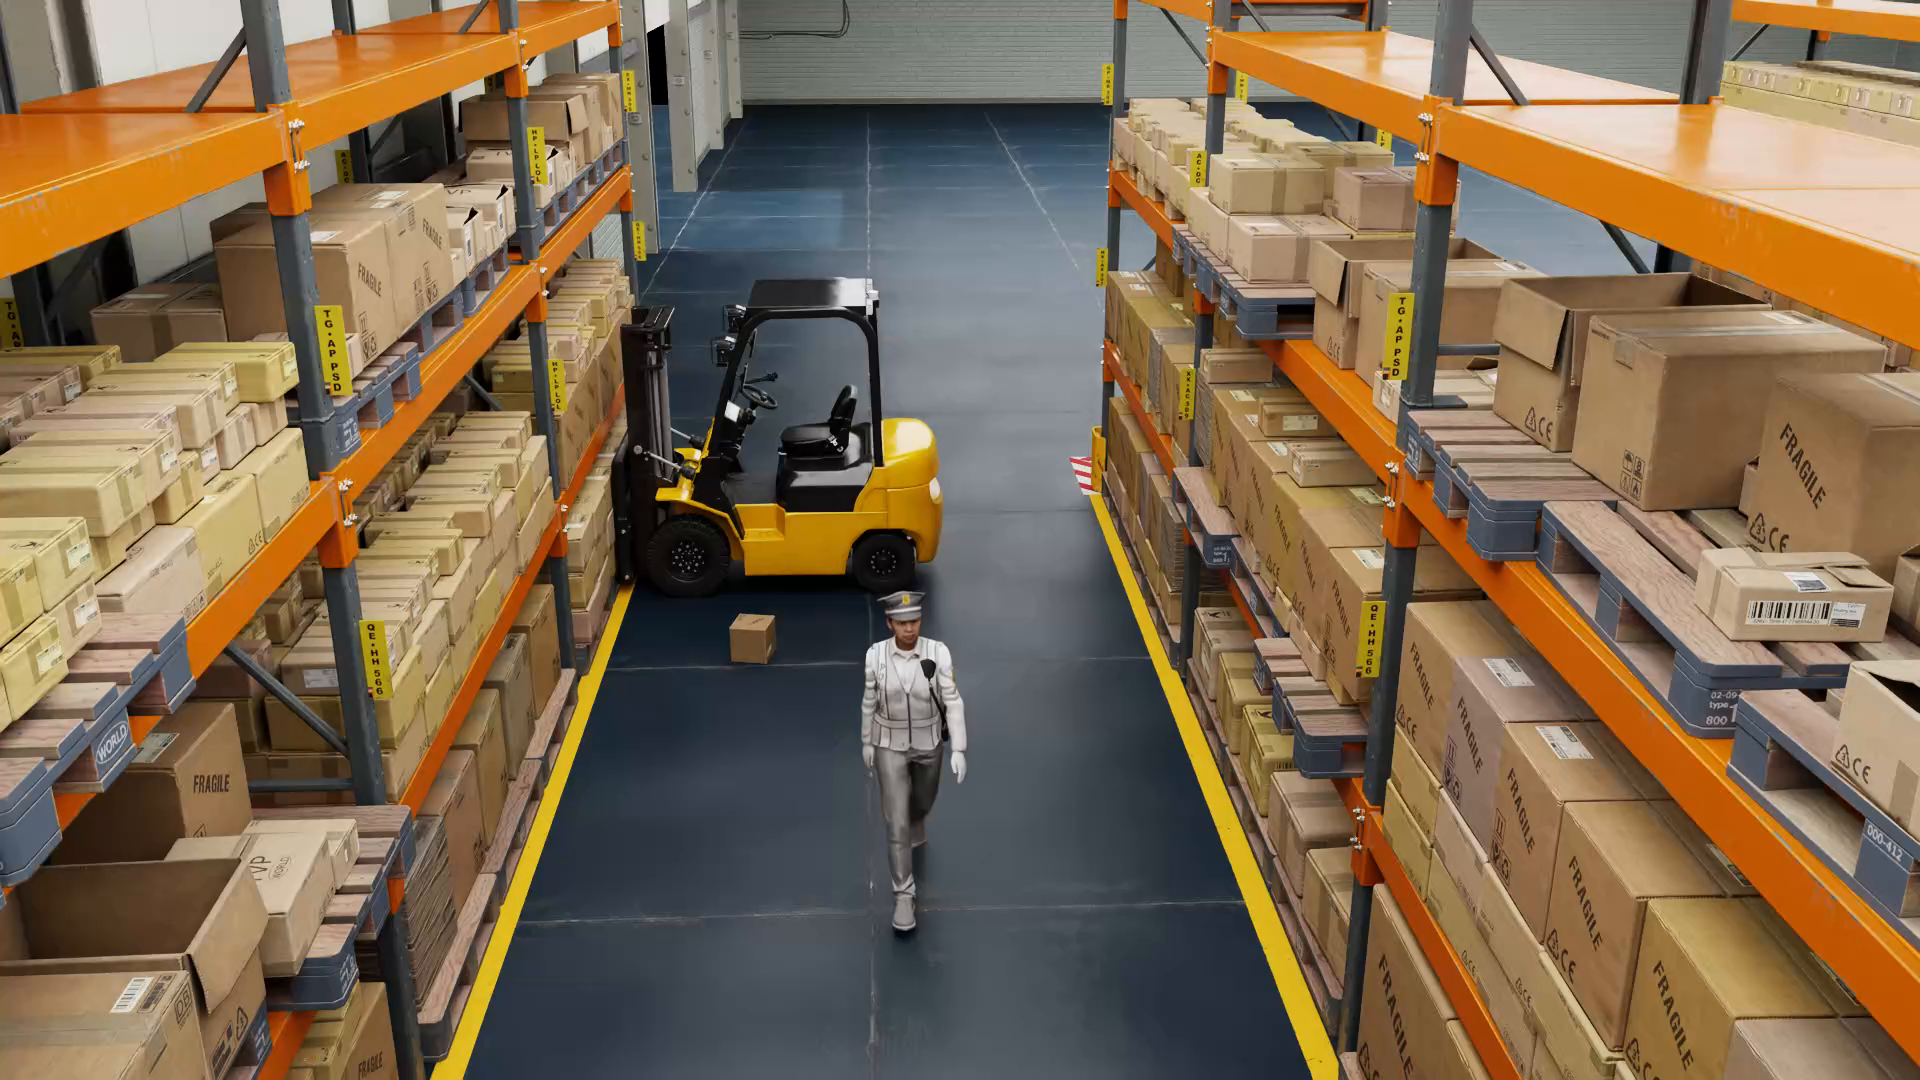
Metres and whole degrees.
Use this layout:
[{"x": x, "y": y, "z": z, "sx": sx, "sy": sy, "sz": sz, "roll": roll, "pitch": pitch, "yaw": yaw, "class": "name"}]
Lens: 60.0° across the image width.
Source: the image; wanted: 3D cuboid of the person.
[{"x": -0.234, "y": 1.005, "z": 8.339, "sx": 0.510, "sy": 1.645, "sz": 0.973, "roll": -3, "pitch": 21, "yaw": -7, "class": "person"}]
